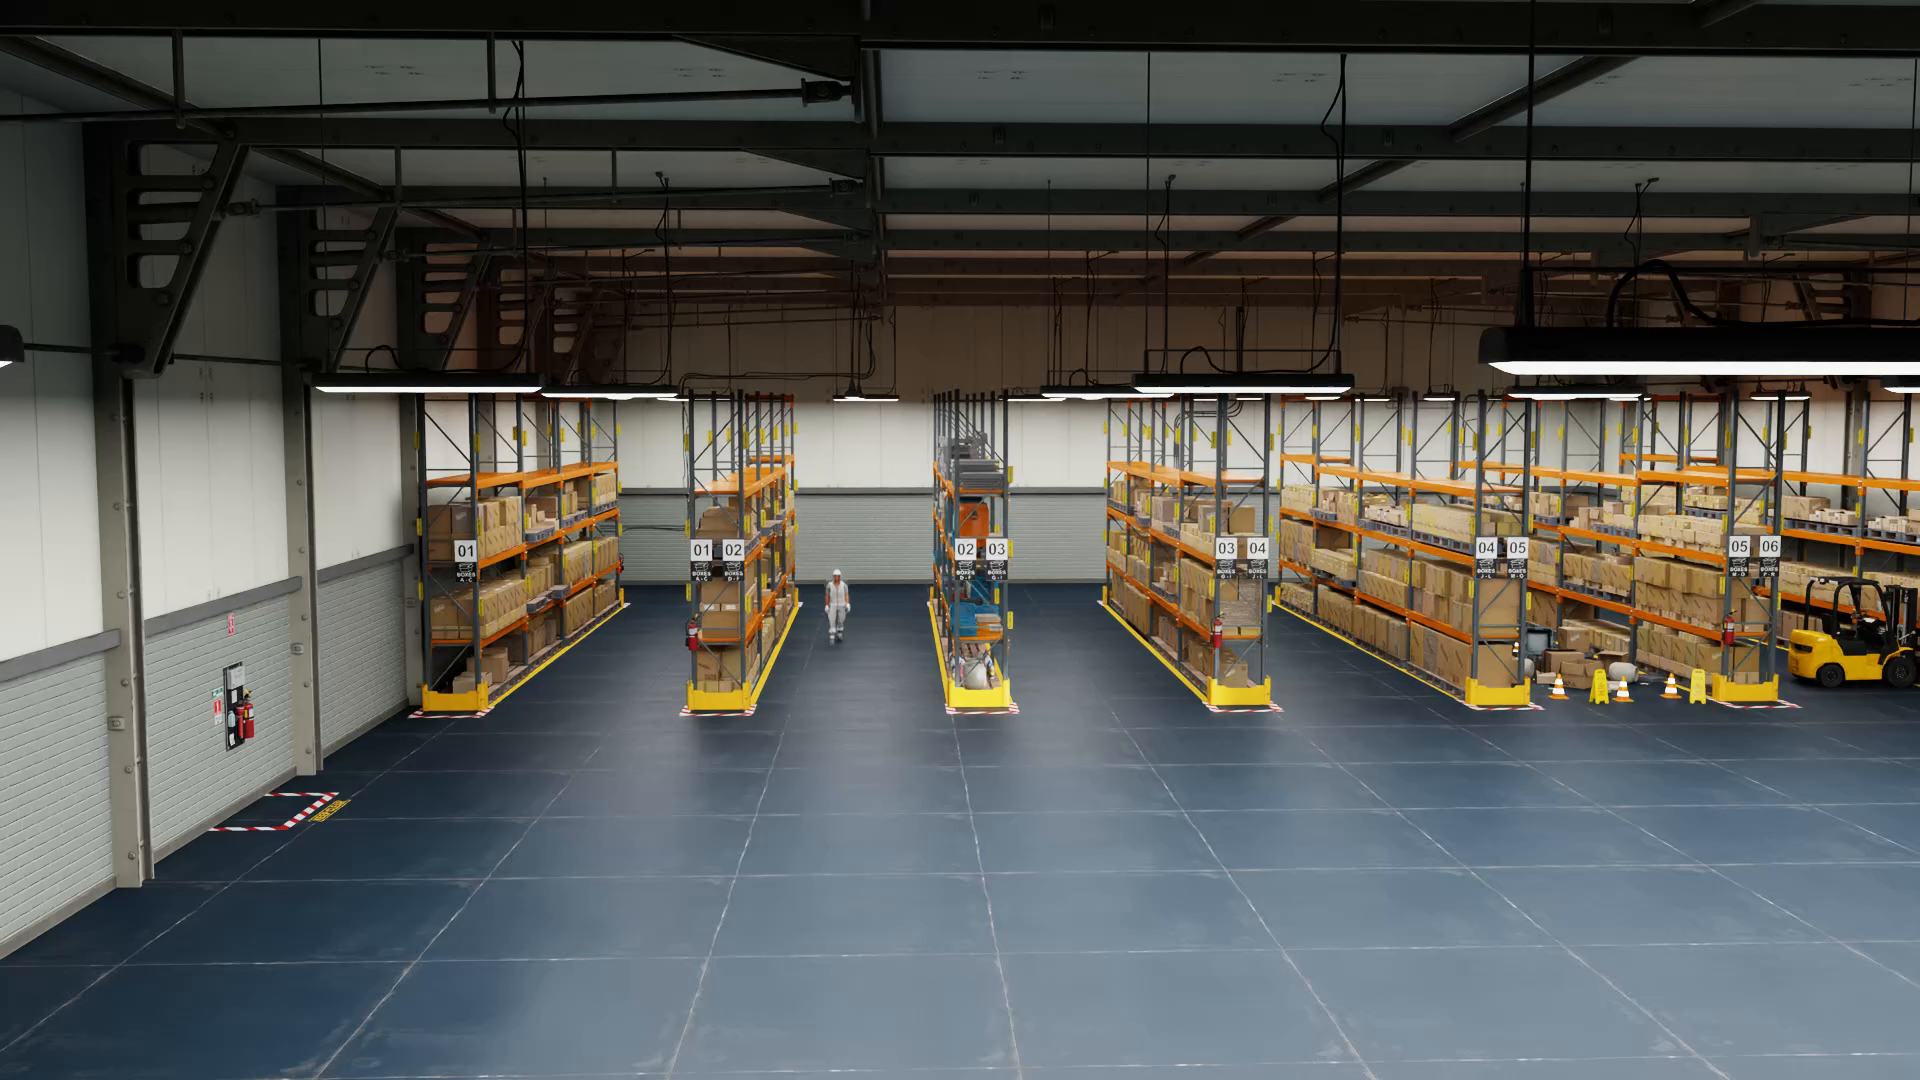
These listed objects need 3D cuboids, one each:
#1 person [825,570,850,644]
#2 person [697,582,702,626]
[{"bbox_3d":[-2.928,1.583,39.775,0.598,1.715,1.070,-1,5,-7],"label":"person"},{"bbox_3d":[-6.559,1.395,43.058,0.520,1.591,1.024,0,5,-4],"label":"person"}]
